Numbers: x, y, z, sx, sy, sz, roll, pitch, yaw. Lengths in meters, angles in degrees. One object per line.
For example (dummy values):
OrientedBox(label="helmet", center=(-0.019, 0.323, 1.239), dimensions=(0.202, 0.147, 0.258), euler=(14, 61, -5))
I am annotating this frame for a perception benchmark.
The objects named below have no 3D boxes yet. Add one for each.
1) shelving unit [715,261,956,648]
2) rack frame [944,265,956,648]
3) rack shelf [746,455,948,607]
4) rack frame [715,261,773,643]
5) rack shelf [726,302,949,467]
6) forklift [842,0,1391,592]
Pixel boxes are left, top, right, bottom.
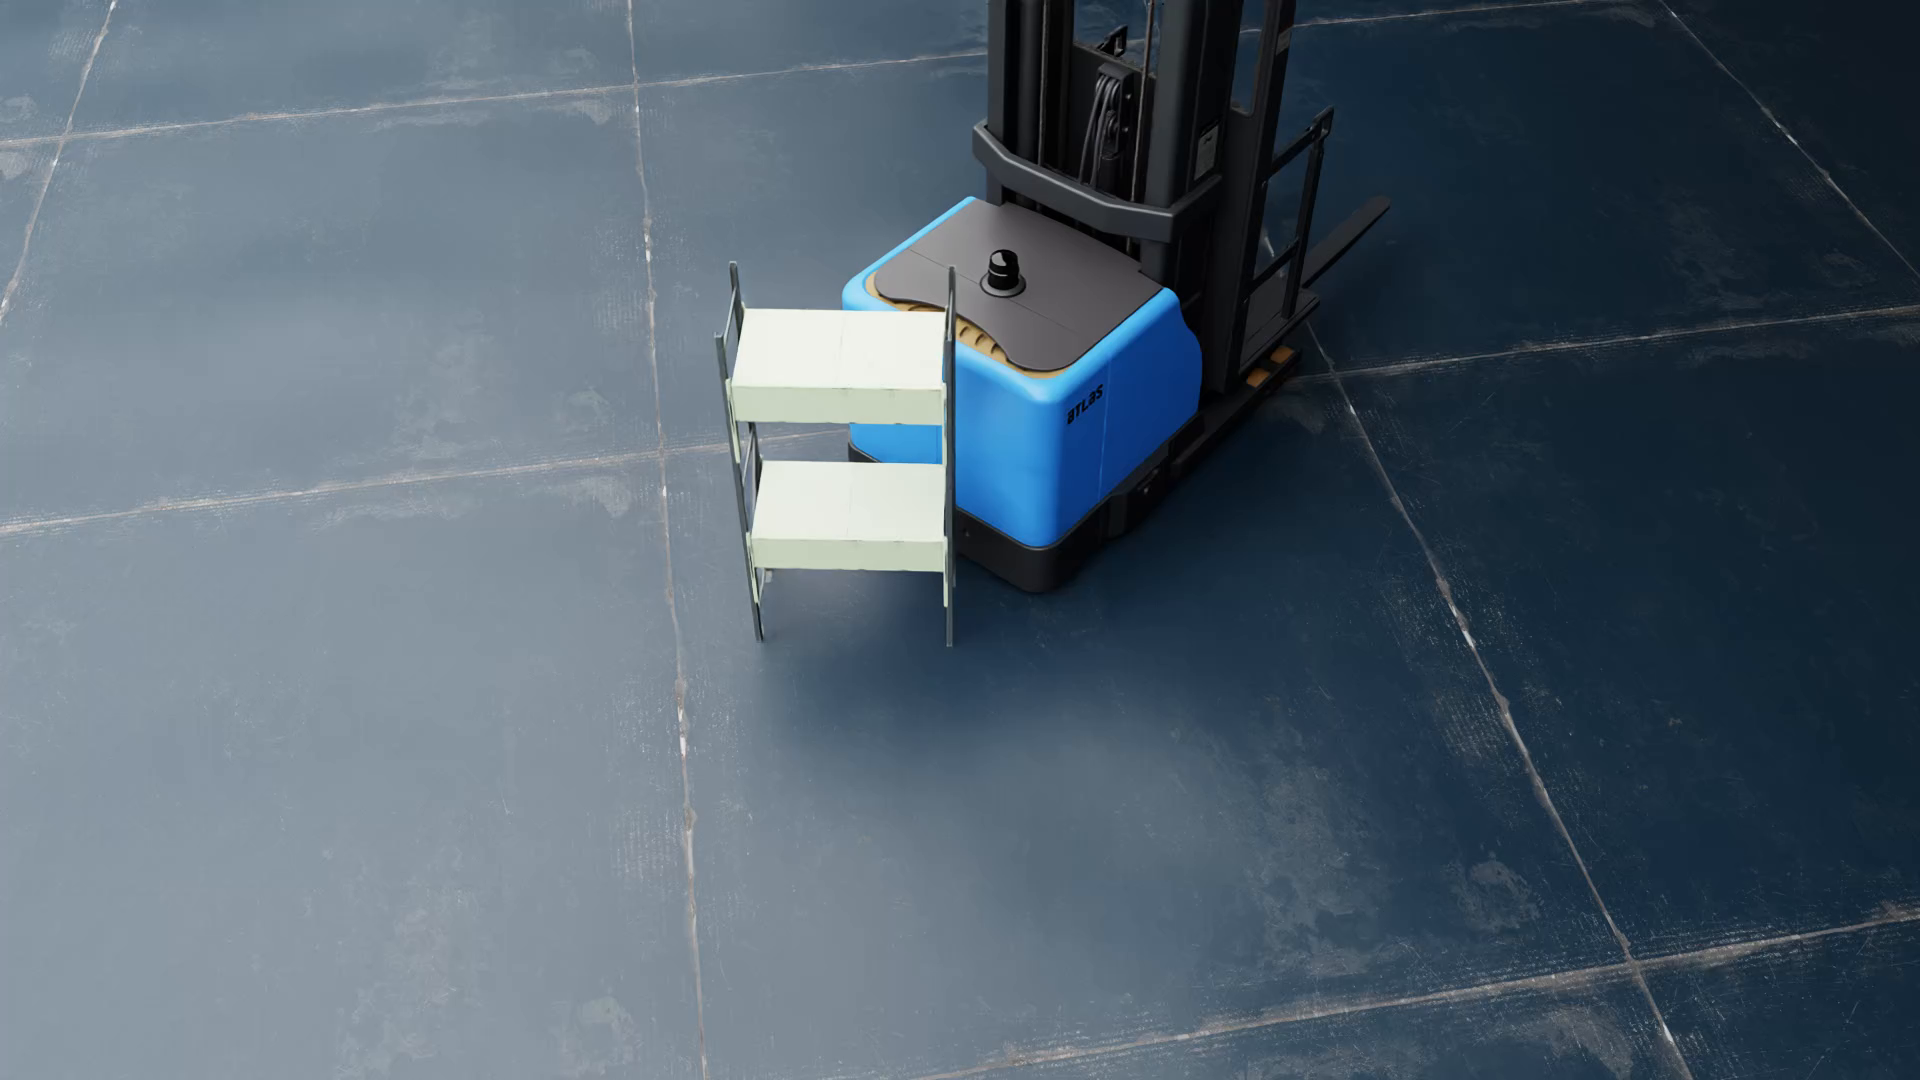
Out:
OrientedBox(label="shelving unit", center=(-0.398, -0.261, 5.960), dimensions=(0.755, 1.500, 0.431), euler=(1, 46, 1))
OrientedBox(label="rack frame", center=(-0.033, -0.253, 5.953), dimensions=(0.023, 1.500, 0.400), euler=(1, 46, 1))
OrientedBox(label="rack shelf", center=(-0.398, -0.035, 6.195), dimensions=(0.720, 0.370, 0.431), euler=(1, 46, 1))
OrientedBox(label="rack frame", center=(-0.764, -0.269, 5.968), dimensions=(0.023, 1.500, 0.400), euler=(1, 46, 1))
OrientedBox(label="rack shelf", center=(-0.398, -0.532, 5.679), dimensions=(0.720, 0.370, 0.431), euler=(1, 46, 1))
OrientedBox(label="forklift", center=(0.866, -1.814, 6.463), dimensions=(1.130, 2.935, 3.031), euler=(31, 53, 26))
